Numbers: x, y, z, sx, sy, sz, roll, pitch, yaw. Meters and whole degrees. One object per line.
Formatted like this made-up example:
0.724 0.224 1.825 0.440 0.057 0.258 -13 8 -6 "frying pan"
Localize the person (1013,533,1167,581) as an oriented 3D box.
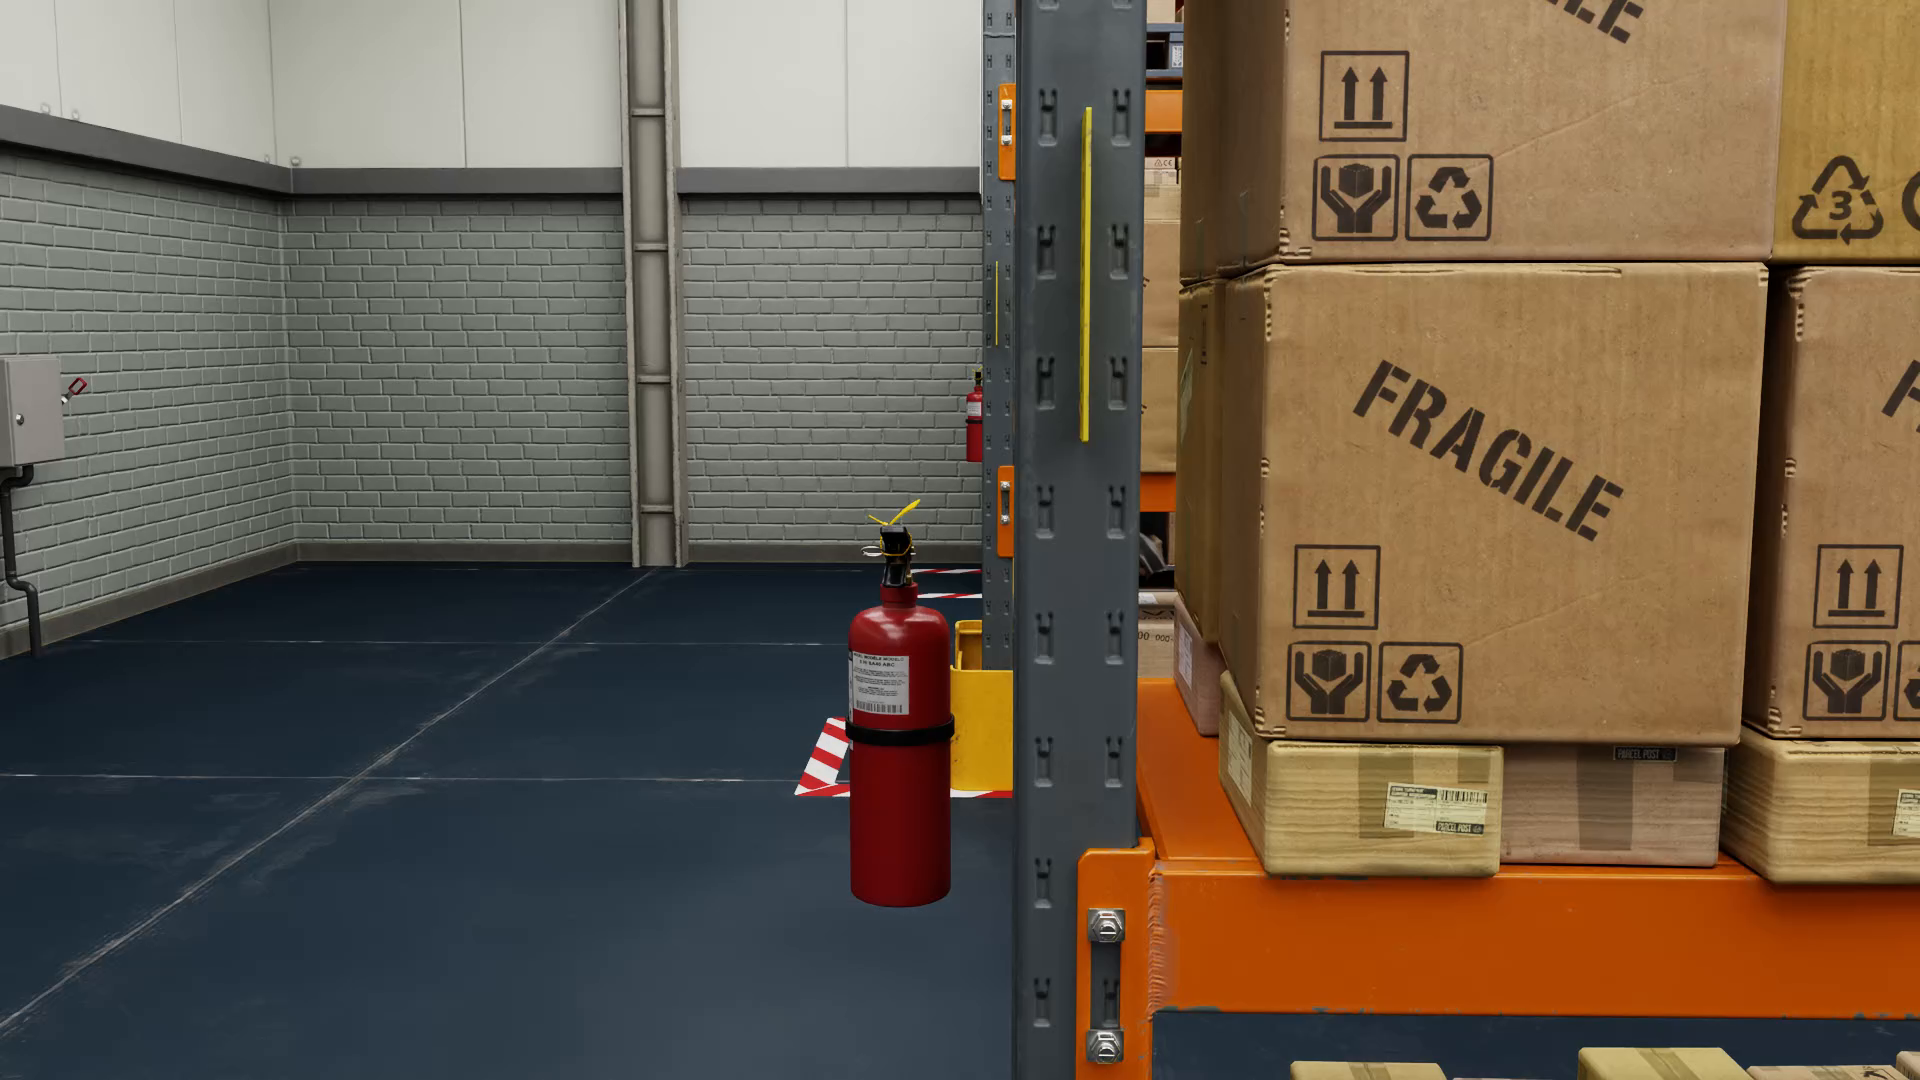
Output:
0.686 0.369 9.105 0.898 0.823 0.465 0 7 0 "person"
